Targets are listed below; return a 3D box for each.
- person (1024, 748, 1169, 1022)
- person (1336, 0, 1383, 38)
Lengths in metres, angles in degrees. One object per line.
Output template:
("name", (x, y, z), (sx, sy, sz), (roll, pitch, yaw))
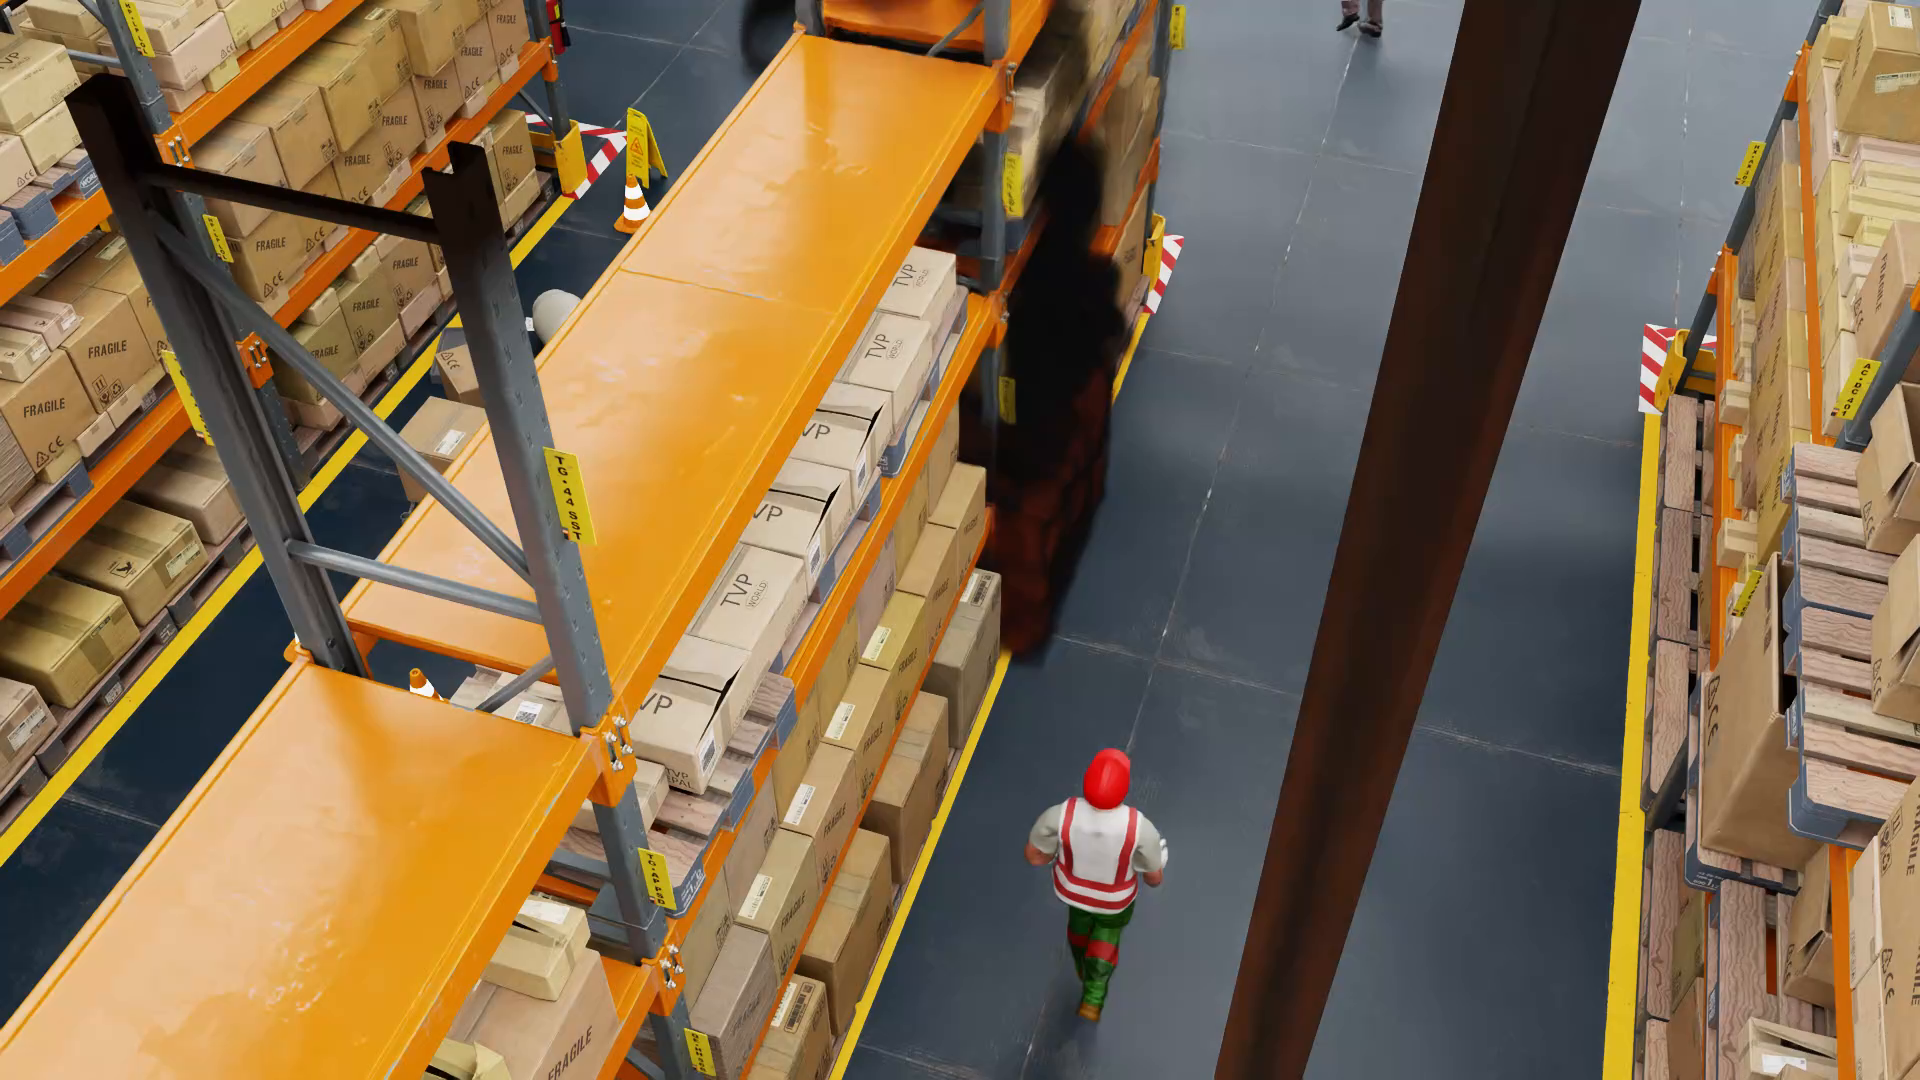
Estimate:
("person", (0.613, 1.691, 7.866), (0.646, 1.750, 0.711), (12, 47, 11))
("person", (3.771, -5.502, 15.331), (0.657, 1.734, 0.703), (-22, 50, -20))
